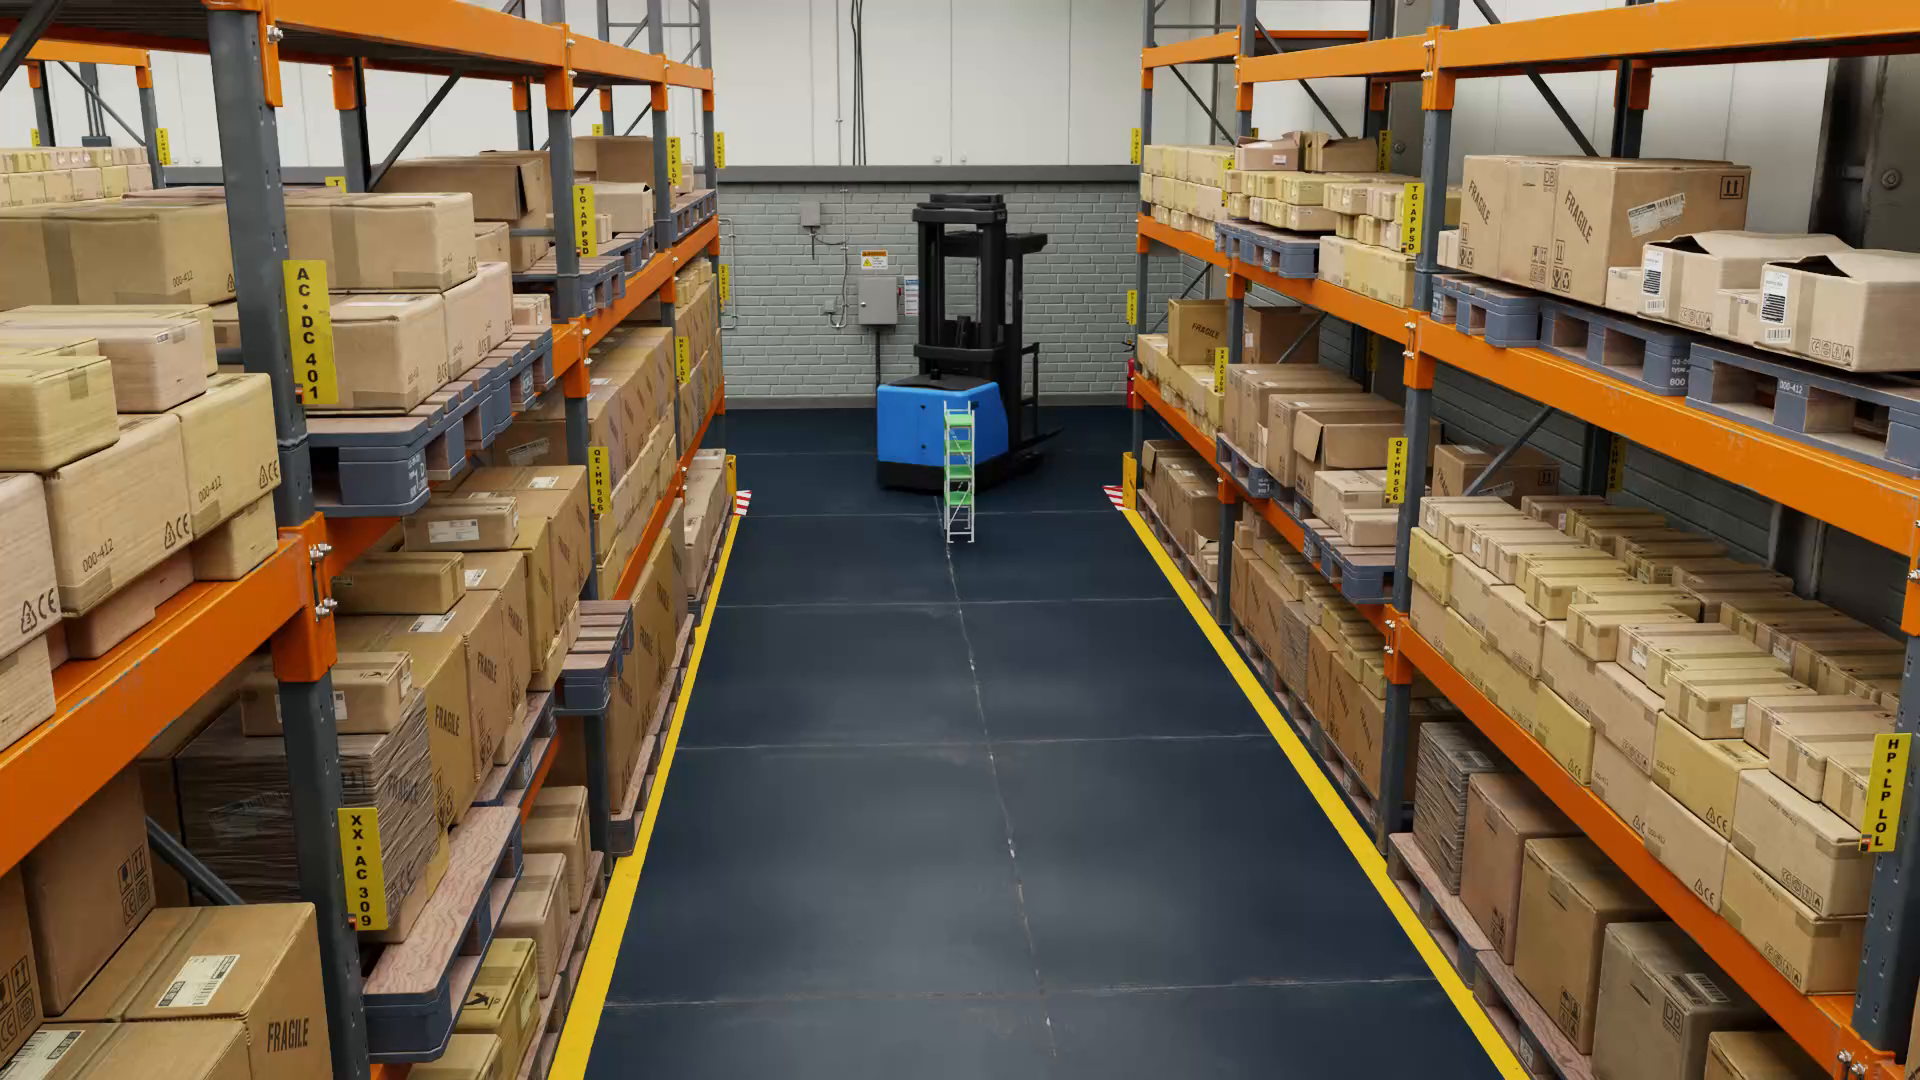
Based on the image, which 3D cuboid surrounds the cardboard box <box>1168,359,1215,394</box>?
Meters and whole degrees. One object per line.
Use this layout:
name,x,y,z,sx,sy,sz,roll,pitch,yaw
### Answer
cardboard box,2.070,-1.395,14.131,0.500,0.250,0.500,-1,14,-5

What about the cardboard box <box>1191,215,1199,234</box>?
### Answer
cardboard box,2.083,-2.558,13.433,0.380,0.149,0.250,-1,14,-3

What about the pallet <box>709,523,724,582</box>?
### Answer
pallet,-2.562,0.110,14.176,1.003,0.211,1.213,-1,14,-3

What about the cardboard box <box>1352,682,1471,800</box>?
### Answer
cardboard box,2.447,1.077,8.996,0.500,0.500,0.500,0,14,-2

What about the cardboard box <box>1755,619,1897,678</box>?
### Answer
cardboard box,3.101,0.395,5.970,0.380,0.149,0.250,-1,14,-4

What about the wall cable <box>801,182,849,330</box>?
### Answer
wall cable,-1.720,-3.660,21.191,0.588,1.984,0.122,-1,14,-3

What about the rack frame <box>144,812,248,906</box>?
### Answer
rack frame,-2.015,1.243,4.174,0.949,2.616,0.053,-1,14,-3

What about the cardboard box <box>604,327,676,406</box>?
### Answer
cardboard box,-2.236,-1.171,11.352,0.500,0.500,0.500,0,14,-2

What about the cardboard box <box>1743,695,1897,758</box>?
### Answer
cardboard box,2.696,0.596,5.187,0.380,0.149,0.250,-1,14,-3

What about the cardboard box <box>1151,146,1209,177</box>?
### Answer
cardboard box,1.981,-3.344,14.683,0.500,0.250,0.500,-1,14,-4

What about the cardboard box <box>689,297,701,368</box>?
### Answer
cardboard box,-2.347,-1.654,13.229,0.500,0.500,0.500,-1,14,-2

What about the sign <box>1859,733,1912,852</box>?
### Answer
sign,2.394,0.654,4.299,0.100,0.325,0.005,-1,14,-3

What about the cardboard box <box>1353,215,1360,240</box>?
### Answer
cardboard box,2.413,-1.741,9.254,0.380,0.149,0.250,-1,14,-3

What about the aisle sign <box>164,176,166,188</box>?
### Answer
aisle sign,-7.401,-2.921,15.143,0.394,0.787,0.004,-1,14,-3

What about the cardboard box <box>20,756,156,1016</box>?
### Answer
cardboard box,-2.208,0.680,3.561,0.700,0.500,0.500,-1,14,-4

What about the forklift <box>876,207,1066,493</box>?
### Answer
forklift,-3.382,-1.998,17.085,7.029,2.843,7.487,7,16,26

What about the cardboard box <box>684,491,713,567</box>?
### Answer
cardboard box,-2.502,-0.089,13.652,0.875,0.438,0.875,-1,14,-5

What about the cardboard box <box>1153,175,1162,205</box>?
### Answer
cardboard box,1.999,-3.102,14.747,0.500,0.250,0.500,-1,14,-2

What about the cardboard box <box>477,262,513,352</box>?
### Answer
cardboard box,-1.740,-0.742,5.330,0.500,0.250,0.500,-1,14,-4

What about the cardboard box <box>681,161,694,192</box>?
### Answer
cardboard box,-2.644,-3.262,14.923,0.500,0.250,0.500,-2,15,-9

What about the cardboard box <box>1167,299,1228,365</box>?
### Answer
cardboard box,2.044,-1.763,14.058,0.500,0.500,0.500,-1,14,-2

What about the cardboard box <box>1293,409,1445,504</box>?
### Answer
cardboard box,2.402,-0.485,9.843,0.797,0.503,0.637,-1,14,-5

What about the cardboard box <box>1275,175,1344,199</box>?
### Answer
cardboard box,2.198,-2.214,10.456,0.380,0.149,0.250,-1,14,-3

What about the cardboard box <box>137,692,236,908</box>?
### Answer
cardboard box,-4.764,-0.768,8.060,4.725,1.641,8.589,-1,14,-5

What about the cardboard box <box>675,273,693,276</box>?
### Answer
cardboard box,-2.409,-2.119,13.735,0.380,0.149,0.250,0,14,-2

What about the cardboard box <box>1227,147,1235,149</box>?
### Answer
cardboard box,2.572,-3.221,14.206,0.500,0.250,0.500,-1,14,-3

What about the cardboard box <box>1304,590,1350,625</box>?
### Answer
cardboard box,2.350,0.415,10.265,0.380,0.149,0.250,-2,15,-6

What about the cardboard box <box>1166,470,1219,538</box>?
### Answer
cardboard box,2.082,-0.311,14.391,0.500,0.500,0.500,-1,14,-2

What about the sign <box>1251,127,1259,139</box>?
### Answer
sign,2.747,-3.704,15.604,0.100,0.325,0.005,-1,14,-3

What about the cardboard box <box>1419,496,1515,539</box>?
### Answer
cardboard box,2.413,-0.108,7.922,0.380,0.149,0.250,0,14,-2

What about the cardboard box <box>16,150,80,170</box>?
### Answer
cardboard box,-7.335,-3.057,13.367,0.380,0.149,0.250,-1,14,-2

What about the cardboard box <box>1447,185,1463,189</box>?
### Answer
cardboard box,2.868,-1.895,9.257,0.380,0.149,0.250,-1,14,-4

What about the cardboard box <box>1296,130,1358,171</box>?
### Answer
cardboard box,2.527,-2.676,11.420,0.396,0.266,0.258,-1,14,-4

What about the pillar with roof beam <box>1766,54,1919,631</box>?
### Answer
pillar with roof beam,-0.629,-2.357,6.129,9.100,9.000,0.400,-1,14,-3

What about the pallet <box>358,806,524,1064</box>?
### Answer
pallet,-1.921,1.144,4.945,1.003,0.211,1.213,-1,14,-3

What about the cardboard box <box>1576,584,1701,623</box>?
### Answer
cardboard box,2.616,0.276,6.430,0.380,0.149,0.250,-1,14,-3

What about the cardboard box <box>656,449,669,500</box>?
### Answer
cardboard box,-2.204,-0.439,11.014,0.500,0.250,0.500,-1,14,-4

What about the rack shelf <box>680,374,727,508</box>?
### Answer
rack shelf,-2.638,-0.895,13.929,1.077,0.370,4.000,-1,14,-3

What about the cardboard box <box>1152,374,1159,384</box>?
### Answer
cardboard box,2.000,-1.548,15.528,0.380,0.149,0.250,-1,14,-2

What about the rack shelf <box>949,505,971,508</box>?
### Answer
rack shelf,-0.010,-0.356,15.105,0.199,0.029,0.442,-1,14,-3

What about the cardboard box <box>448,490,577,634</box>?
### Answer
cardboard box,-1.918,0.090,7.016,0.500,0.500,0.500,-1,14,-4

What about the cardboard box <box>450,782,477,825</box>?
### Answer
cardboard box,-1.812,0.823,5.468,0.380,0.149,0.250,-1,14,-3

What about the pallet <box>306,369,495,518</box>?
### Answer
pallet,-1.950,-0.273,4.426,1.213,0.211,1.003,-1,14,-3

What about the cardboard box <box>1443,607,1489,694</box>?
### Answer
cardboard box,2.497,0.483,7.430,0.500,0.250,0.500,-1,14,-5

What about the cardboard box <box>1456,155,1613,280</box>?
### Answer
cardboard box,2.489,-1.398,7.175,0.500,0.500,0.500,-1,14,-3

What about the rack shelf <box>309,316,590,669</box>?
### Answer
rack shelf,-2.142,-0.358,5.823,1.077,0.370,4.000,-1,14,-3

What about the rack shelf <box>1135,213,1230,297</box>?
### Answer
rack shelf,2.316,-2.425,13.857,1.077,0.370,4.000,-1,14,-3

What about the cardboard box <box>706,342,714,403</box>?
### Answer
cardboard box,-2.410,-1.421,14.327,0.500,0.500,0.500,0,14,-2

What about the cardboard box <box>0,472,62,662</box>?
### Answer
cardboard box,-1.673,0.078,2.389,0.500,0.250,0.500,-1,14,-4

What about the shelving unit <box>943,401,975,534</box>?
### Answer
shelving unit,-6.149,0.483,10.742,13.061,1.200,8.595,-1,14,-3

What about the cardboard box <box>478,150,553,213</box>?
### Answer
cardboard box,-2.749,-2.227,10.598,0.500,0.500,0.500,-1,14,-4

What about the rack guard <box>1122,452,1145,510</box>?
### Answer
rack guard,2.197,-0.589,16.312,1.175,0.500,0.348,-1,14,-3

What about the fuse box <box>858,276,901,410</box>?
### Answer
fuse box,-1.029,-2.515,21.367,0.539,1.711,0.414,-1,14,-3
